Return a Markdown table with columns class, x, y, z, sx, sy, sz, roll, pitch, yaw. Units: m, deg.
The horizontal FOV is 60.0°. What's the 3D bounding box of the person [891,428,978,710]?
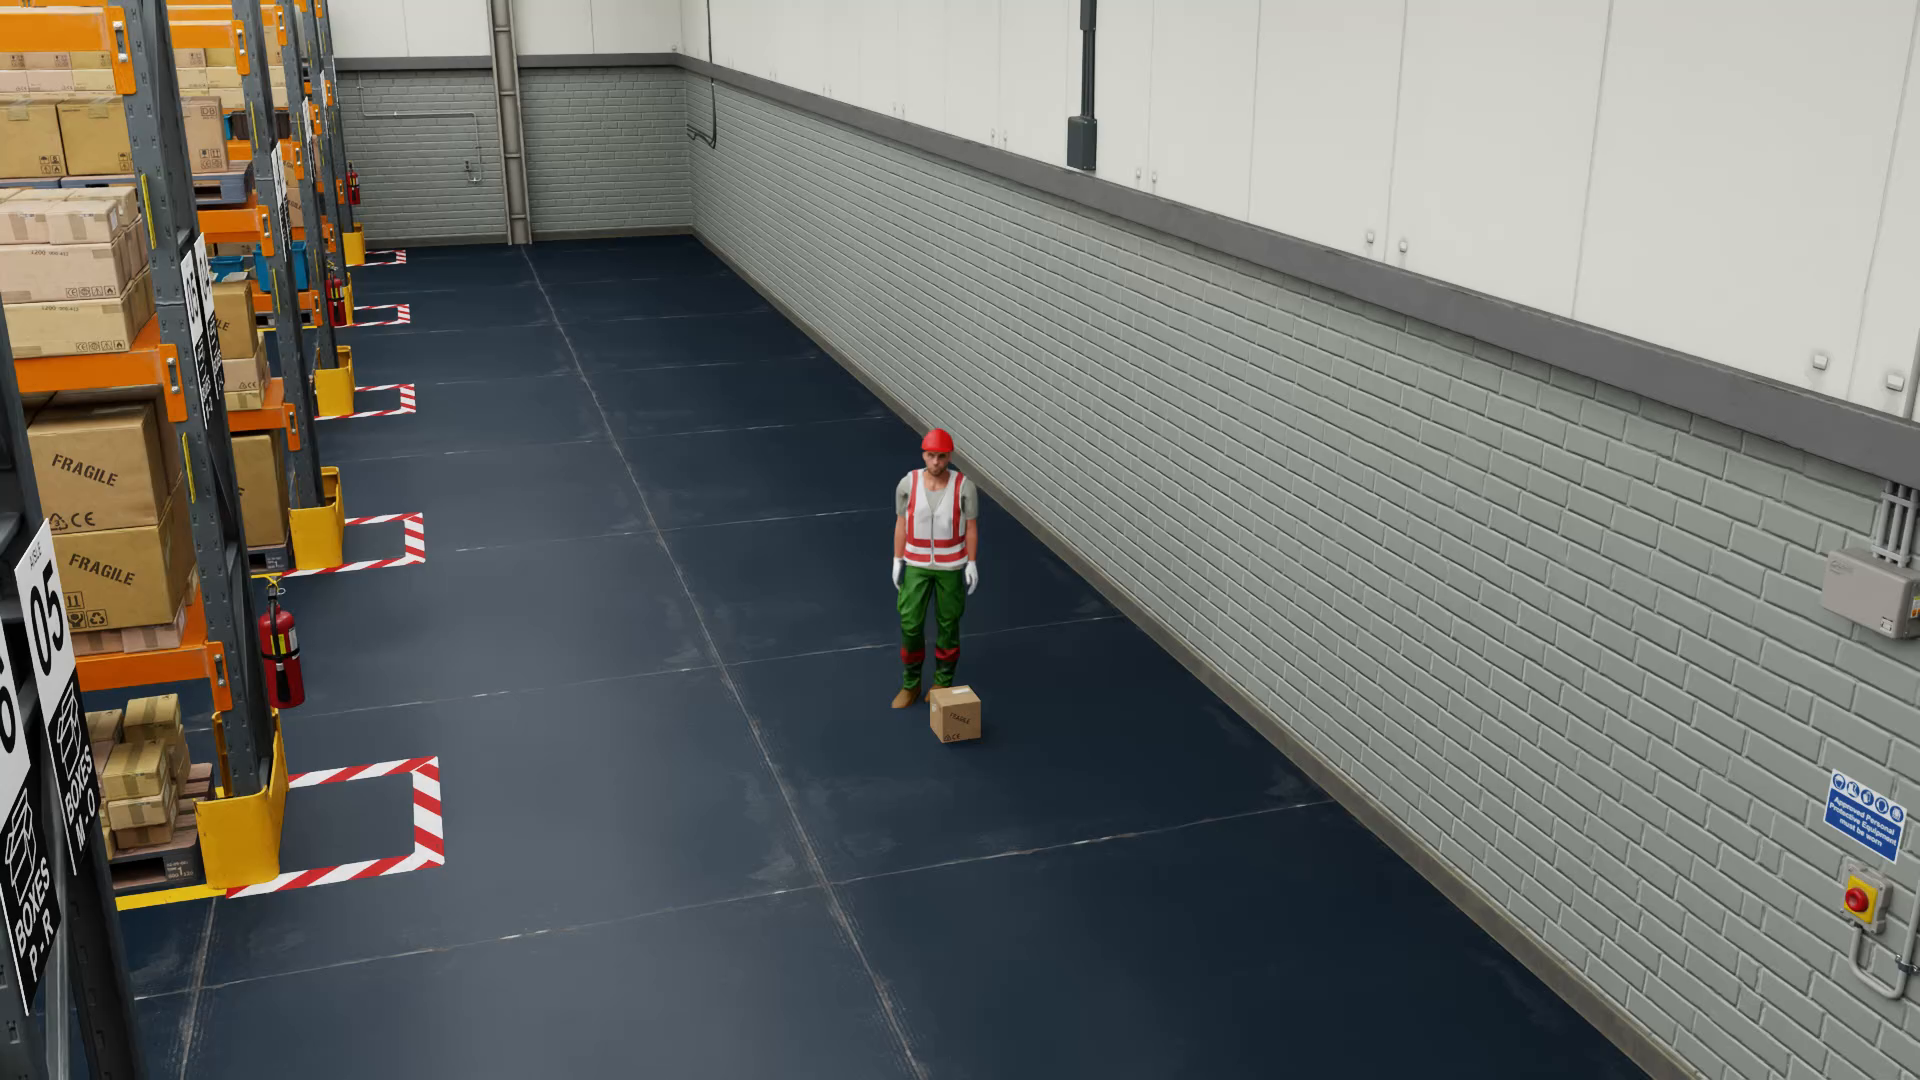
| class | x | y | z | sx | sy | sz | roll | pitch | yaw |
| --- | --- | --- | --- | --- | --- | --- | --- | --- | --- |
| person | -0.161 | 0.193 | 10.497 | 0.553 | 1.827 | 0.403 | 1 | 19 | 4 |
